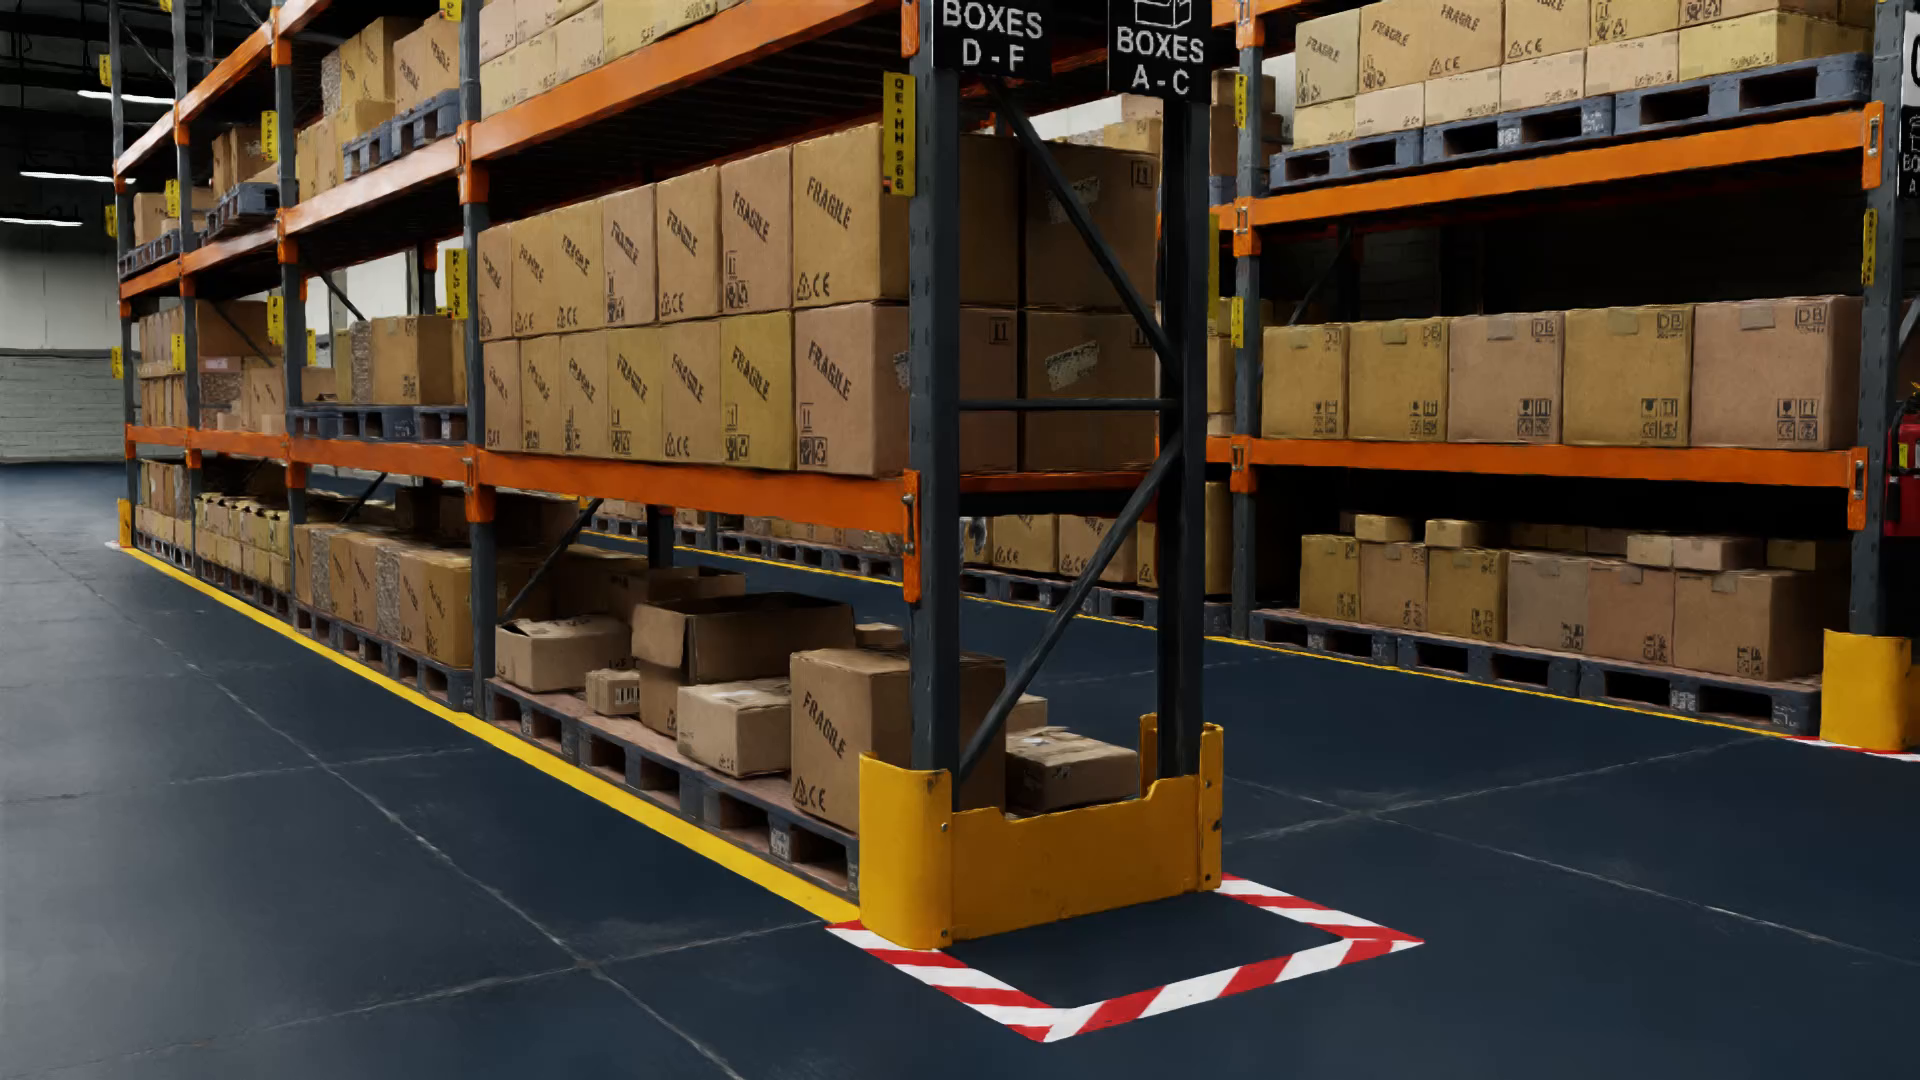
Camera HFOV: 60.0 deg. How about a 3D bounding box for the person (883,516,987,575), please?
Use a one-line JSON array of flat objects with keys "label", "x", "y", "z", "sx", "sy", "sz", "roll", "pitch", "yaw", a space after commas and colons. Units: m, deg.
[{"label": "person", "x": -0.206, "y": -0.116, "z": 8.969, "sx": 0.554, "sy": 1.767, "sz": 0.771, "roll": -3, "pitch": 5, "yaw": -29}]
